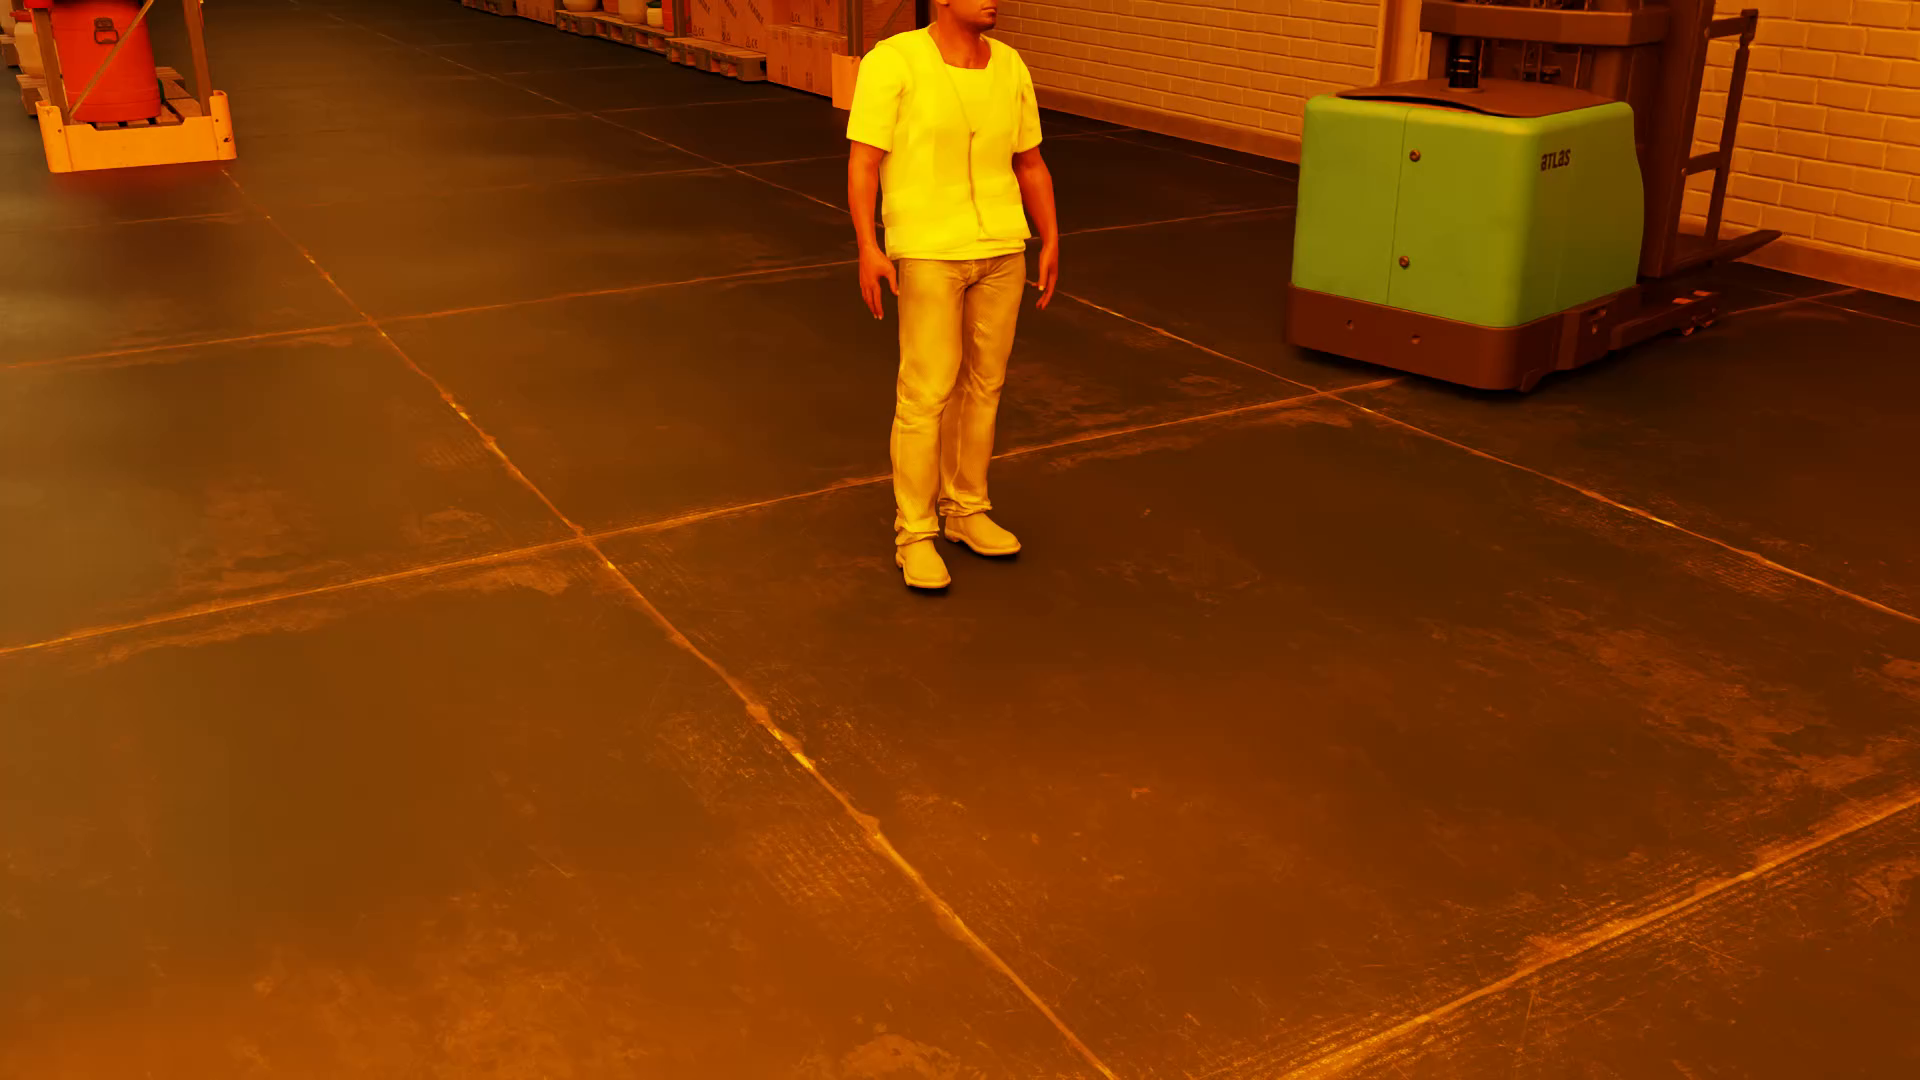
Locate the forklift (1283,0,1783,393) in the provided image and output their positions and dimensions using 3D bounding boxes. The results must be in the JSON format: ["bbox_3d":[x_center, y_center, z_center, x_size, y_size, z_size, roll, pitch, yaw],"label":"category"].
[{"bbox_3d":[2.776,-2.383,7.081,3.031,2.935,1.130,-20,29,-40],"label":"forklift"}]

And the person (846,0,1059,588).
[{"bbox_3d":[0.031,-0.800,4.738,0.666,1.768,0.575,-12,25,-28],"label":"person"}]
